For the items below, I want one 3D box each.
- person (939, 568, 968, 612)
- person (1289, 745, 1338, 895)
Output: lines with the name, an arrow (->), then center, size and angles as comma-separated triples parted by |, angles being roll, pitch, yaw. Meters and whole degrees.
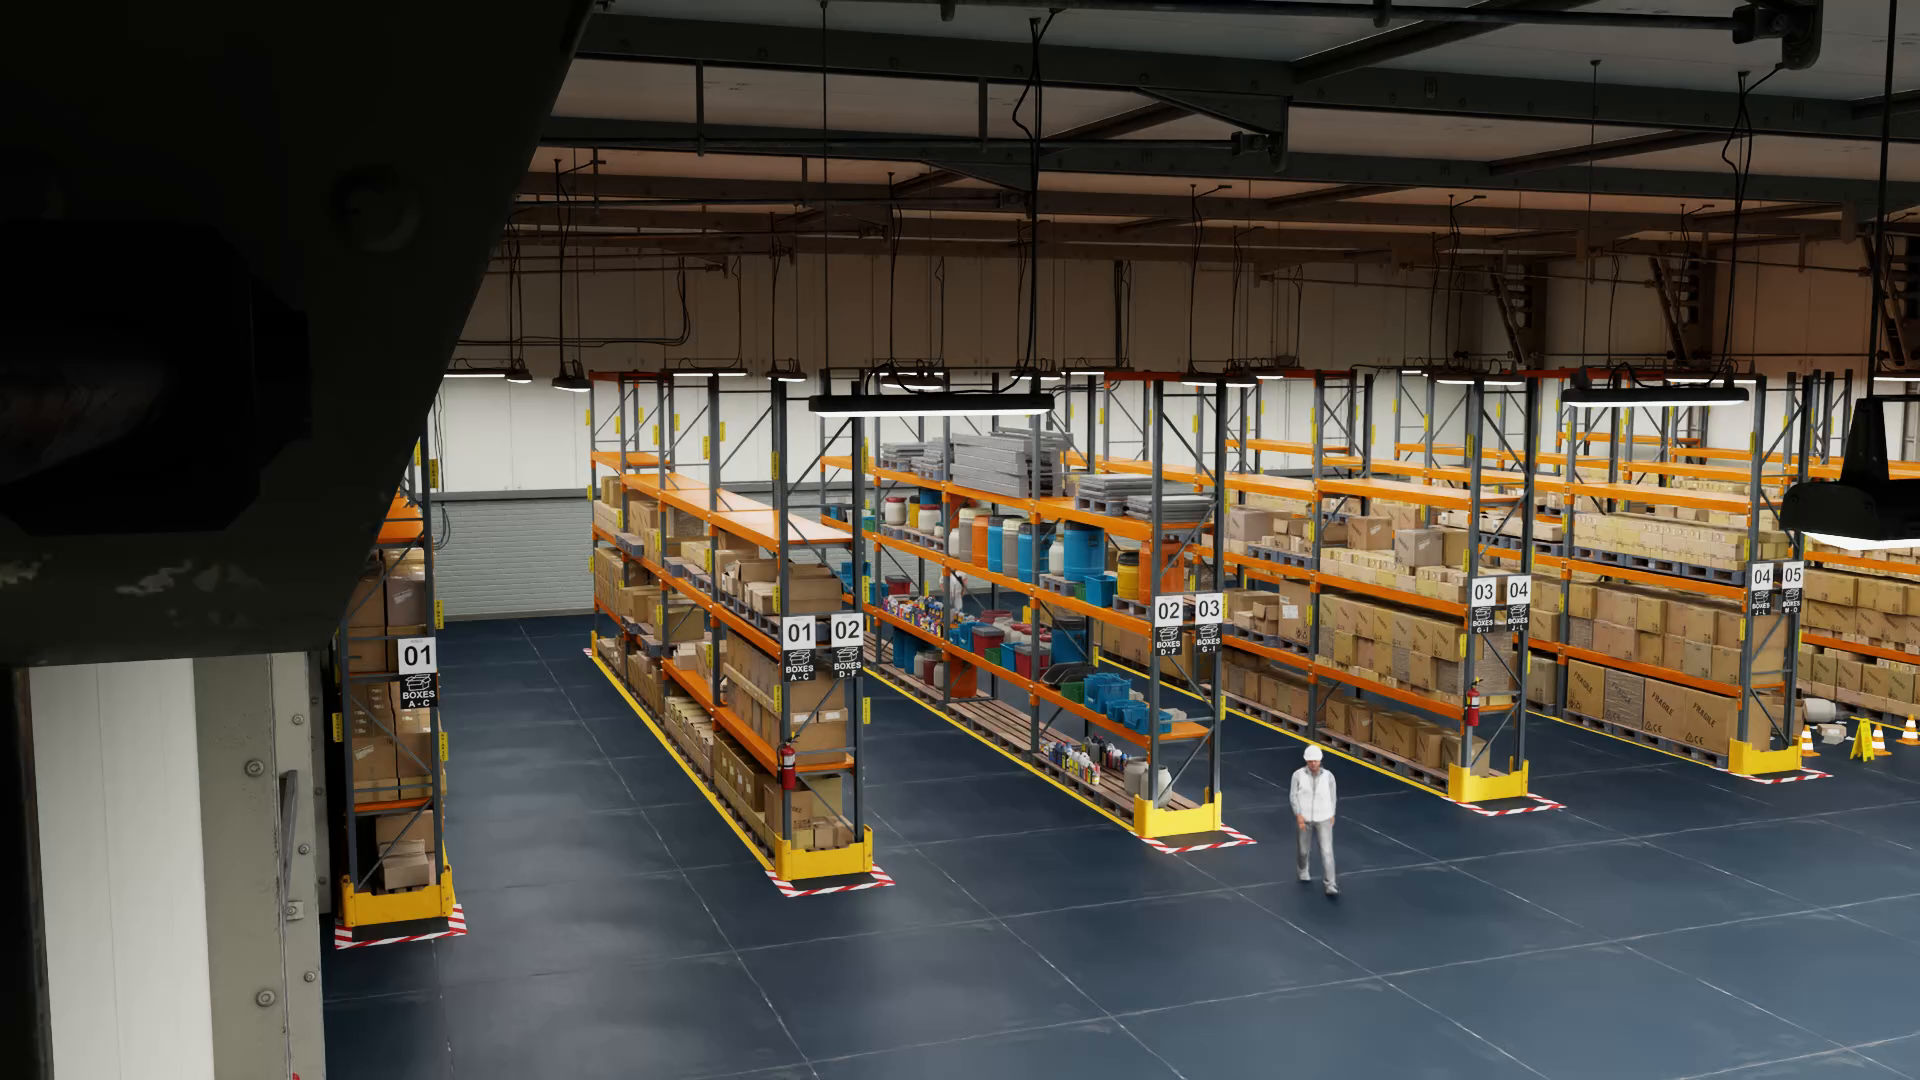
person -> -0.150, 1.252, 38.065 | 0.698, 1.686, 0.728 | -1, 7, -12
person -> 4.215, 3.293, 19.709 | 0.613, 1.739, 0.834 | 2, 7, 16
